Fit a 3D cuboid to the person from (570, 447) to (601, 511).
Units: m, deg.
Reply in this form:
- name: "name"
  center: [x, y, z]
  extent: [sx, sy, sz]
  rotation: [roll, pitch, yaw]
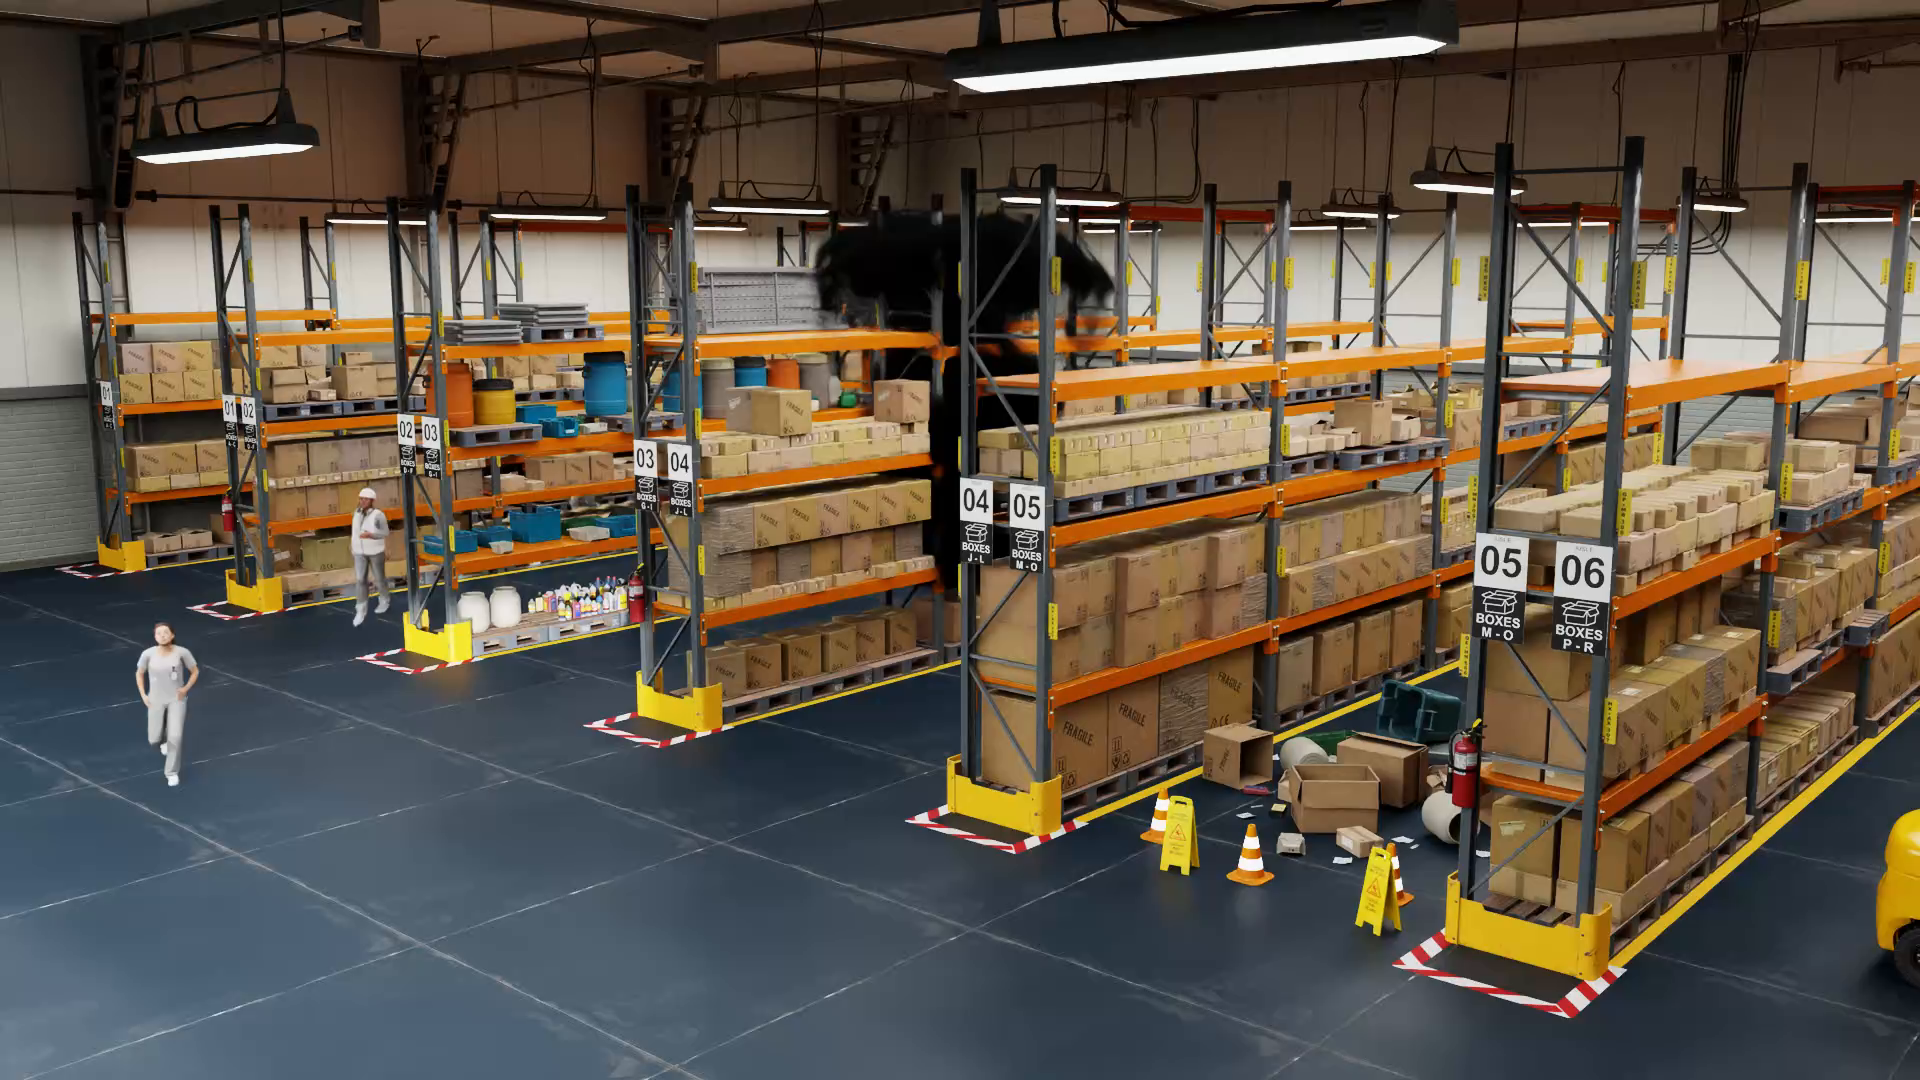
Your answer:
- name: "person"
  center: [-7.270, -1.060, 32.230]
  extent: [0.688, 1.807, 1.018]
  rotation: [8, 12, 40]

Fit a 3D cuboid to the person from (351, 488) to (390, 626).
- name: "person"
  center: [-8.162, 0.215, 22.983]
  extent: [0.641, 1.875, 0.756]
  rotation: [1, 10, 6]

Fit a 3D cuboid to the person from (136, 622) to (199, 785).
- name: "person"
  center: [-7.971, 1.615, 16.772]
  extent: [0.582, 1.619, 0.643]
  rotation: [-3, 10, -16]
